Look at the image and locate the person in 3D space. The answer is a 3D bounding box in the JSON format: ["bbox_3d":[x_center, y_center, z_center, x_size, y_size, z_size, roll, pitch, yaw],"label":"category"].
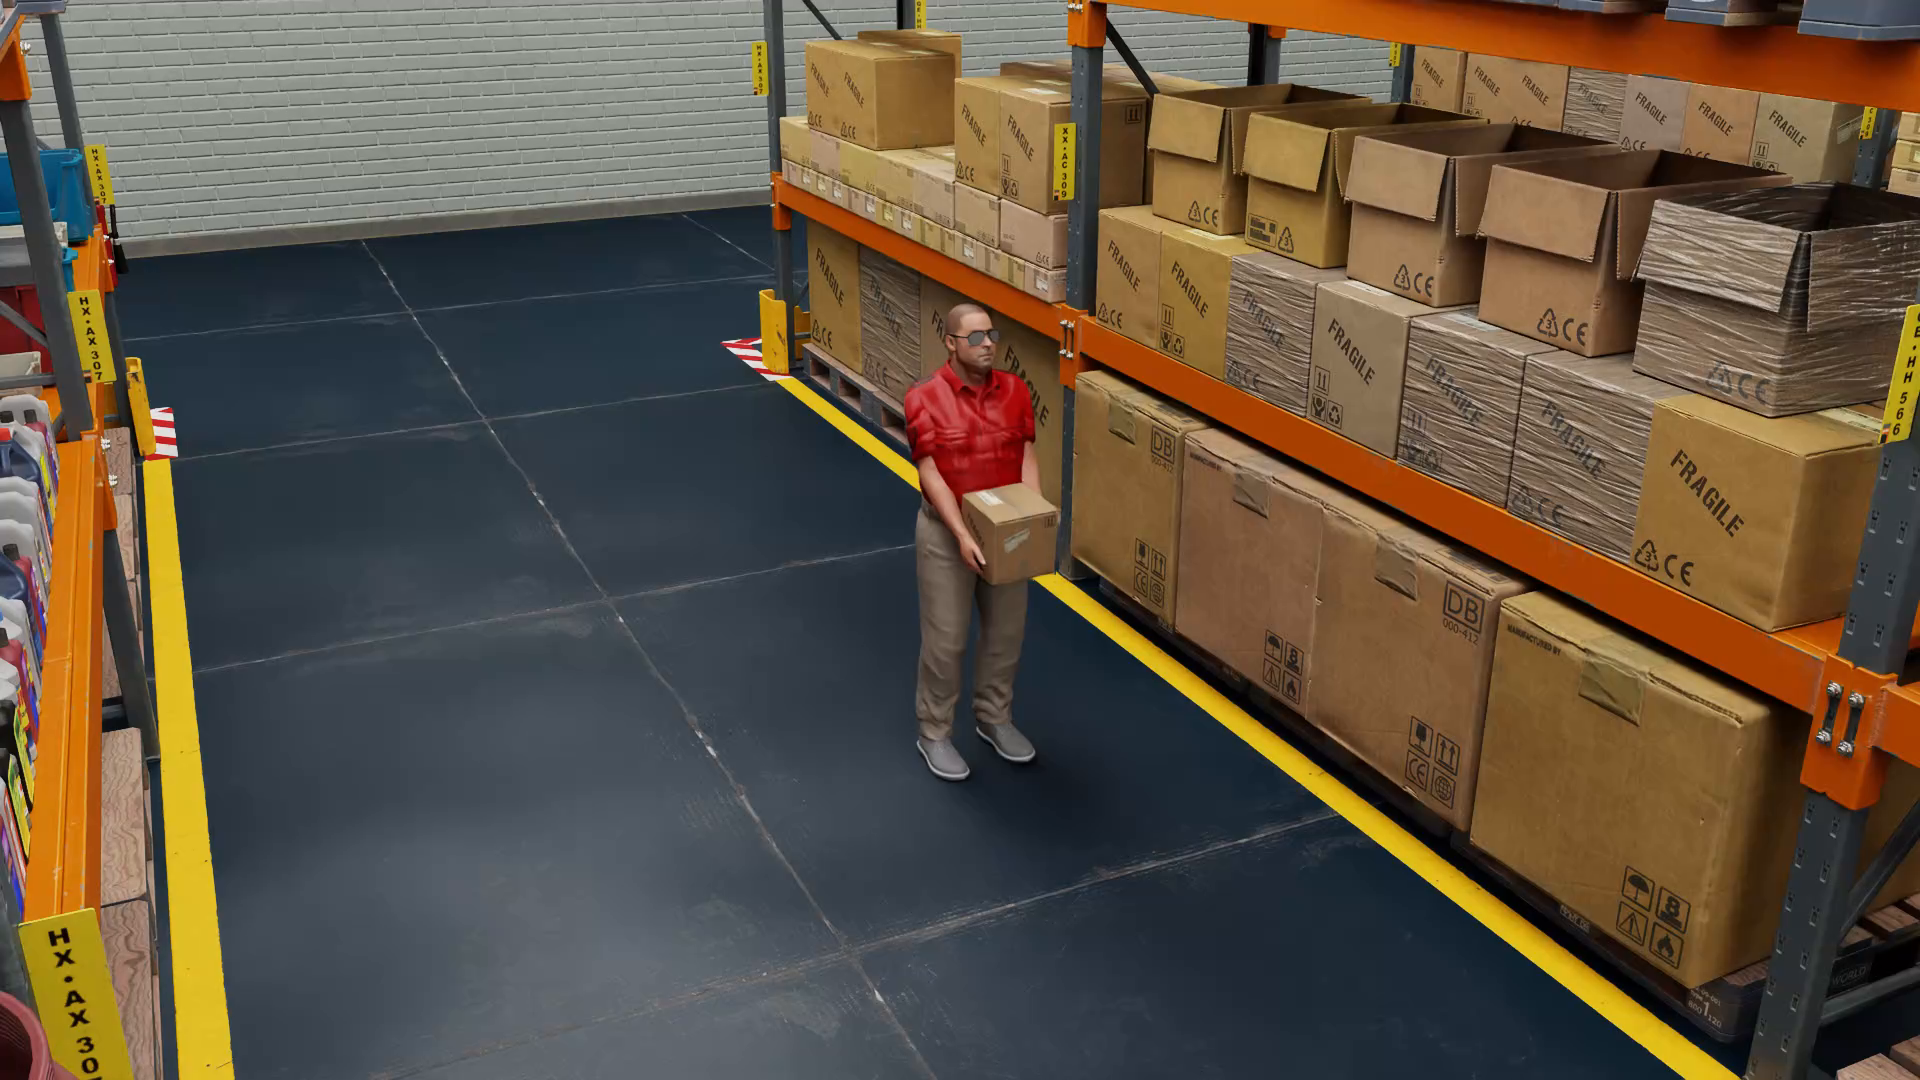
[{"bbox_3d":[0.095,0.023,6.055,0.503,1.725,0.529,-11,25,-26],"label":"person"}]
